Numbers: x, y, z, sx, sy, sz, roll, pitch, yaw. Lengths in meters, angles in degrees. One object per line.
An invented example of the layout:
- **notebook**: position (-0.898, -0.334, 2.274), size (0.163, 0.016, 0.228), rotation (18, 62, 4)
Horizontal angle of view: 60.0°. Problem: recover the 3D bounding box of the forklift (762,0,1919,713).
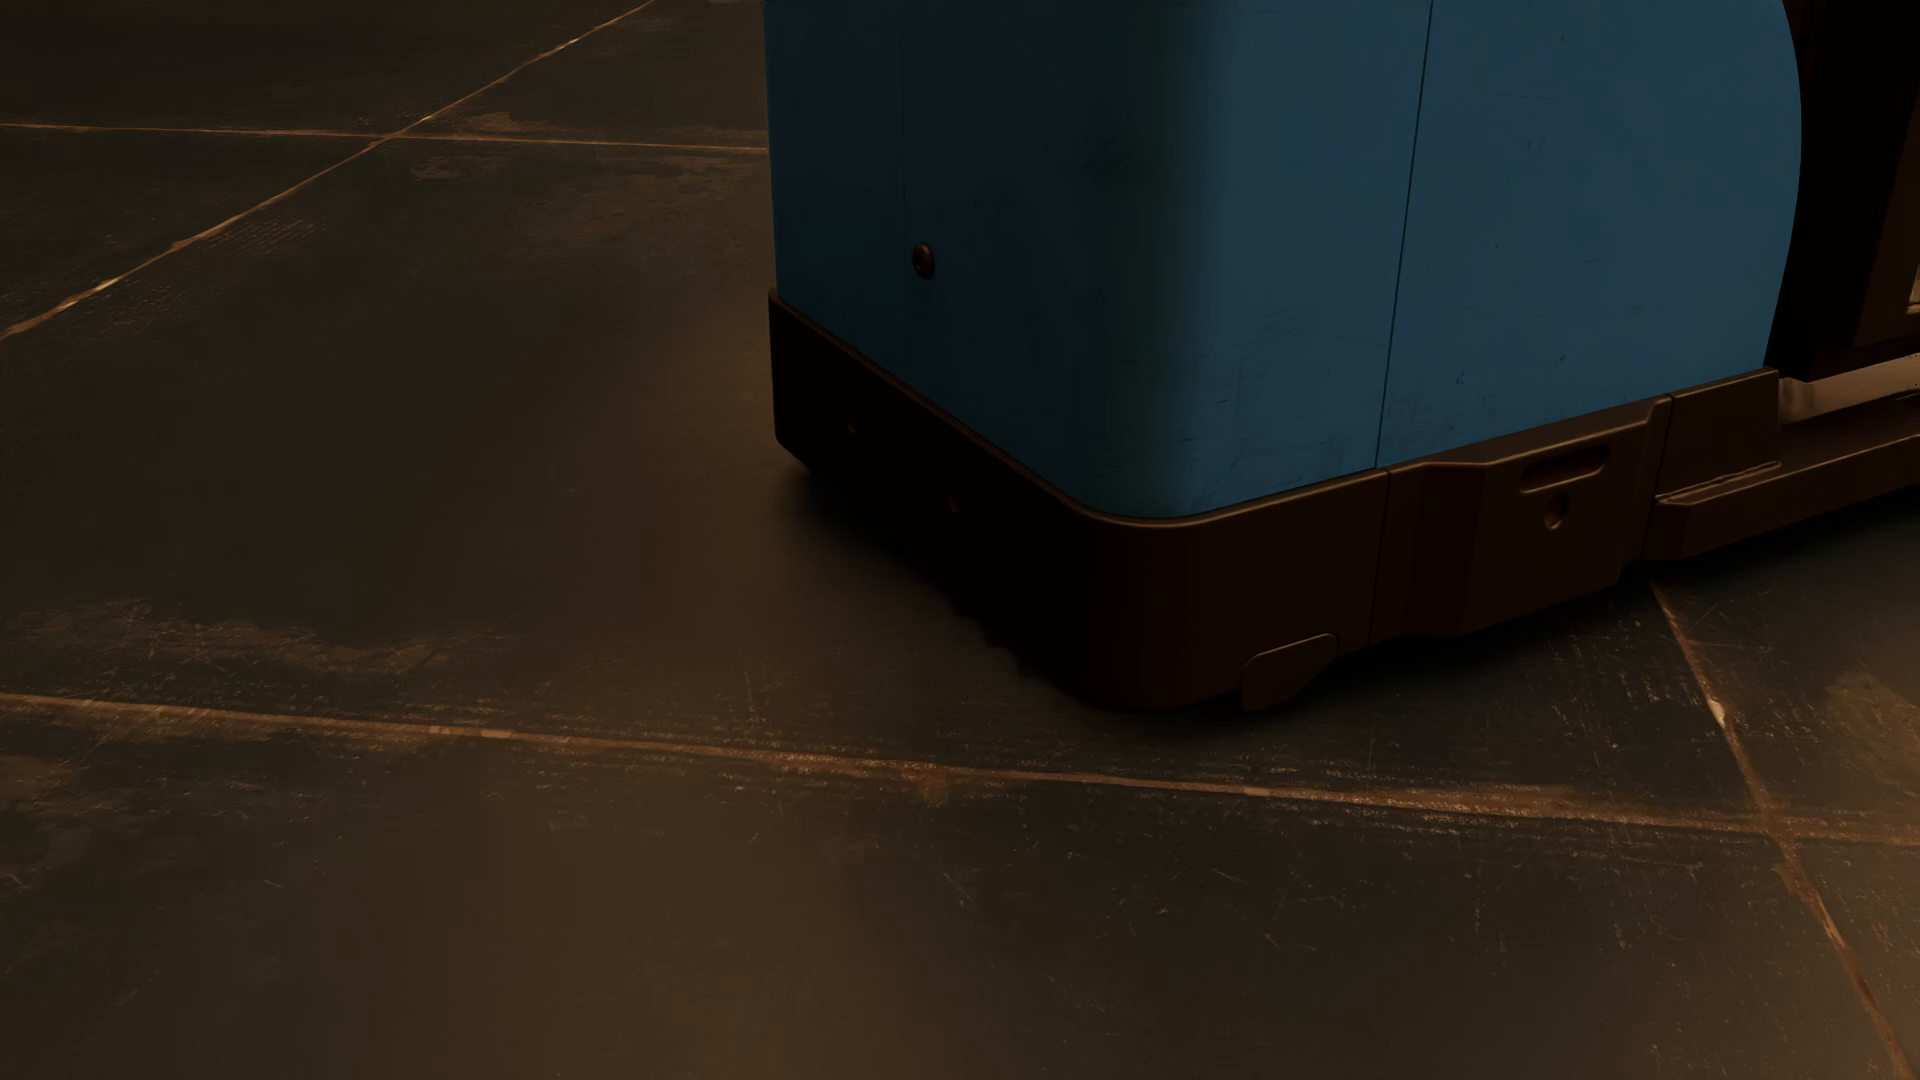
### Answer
- **forklift**: position (1.242, -1.564, 2.352), size (3.031, 2.935, 1.130), rotation (-14, 30, -26)
